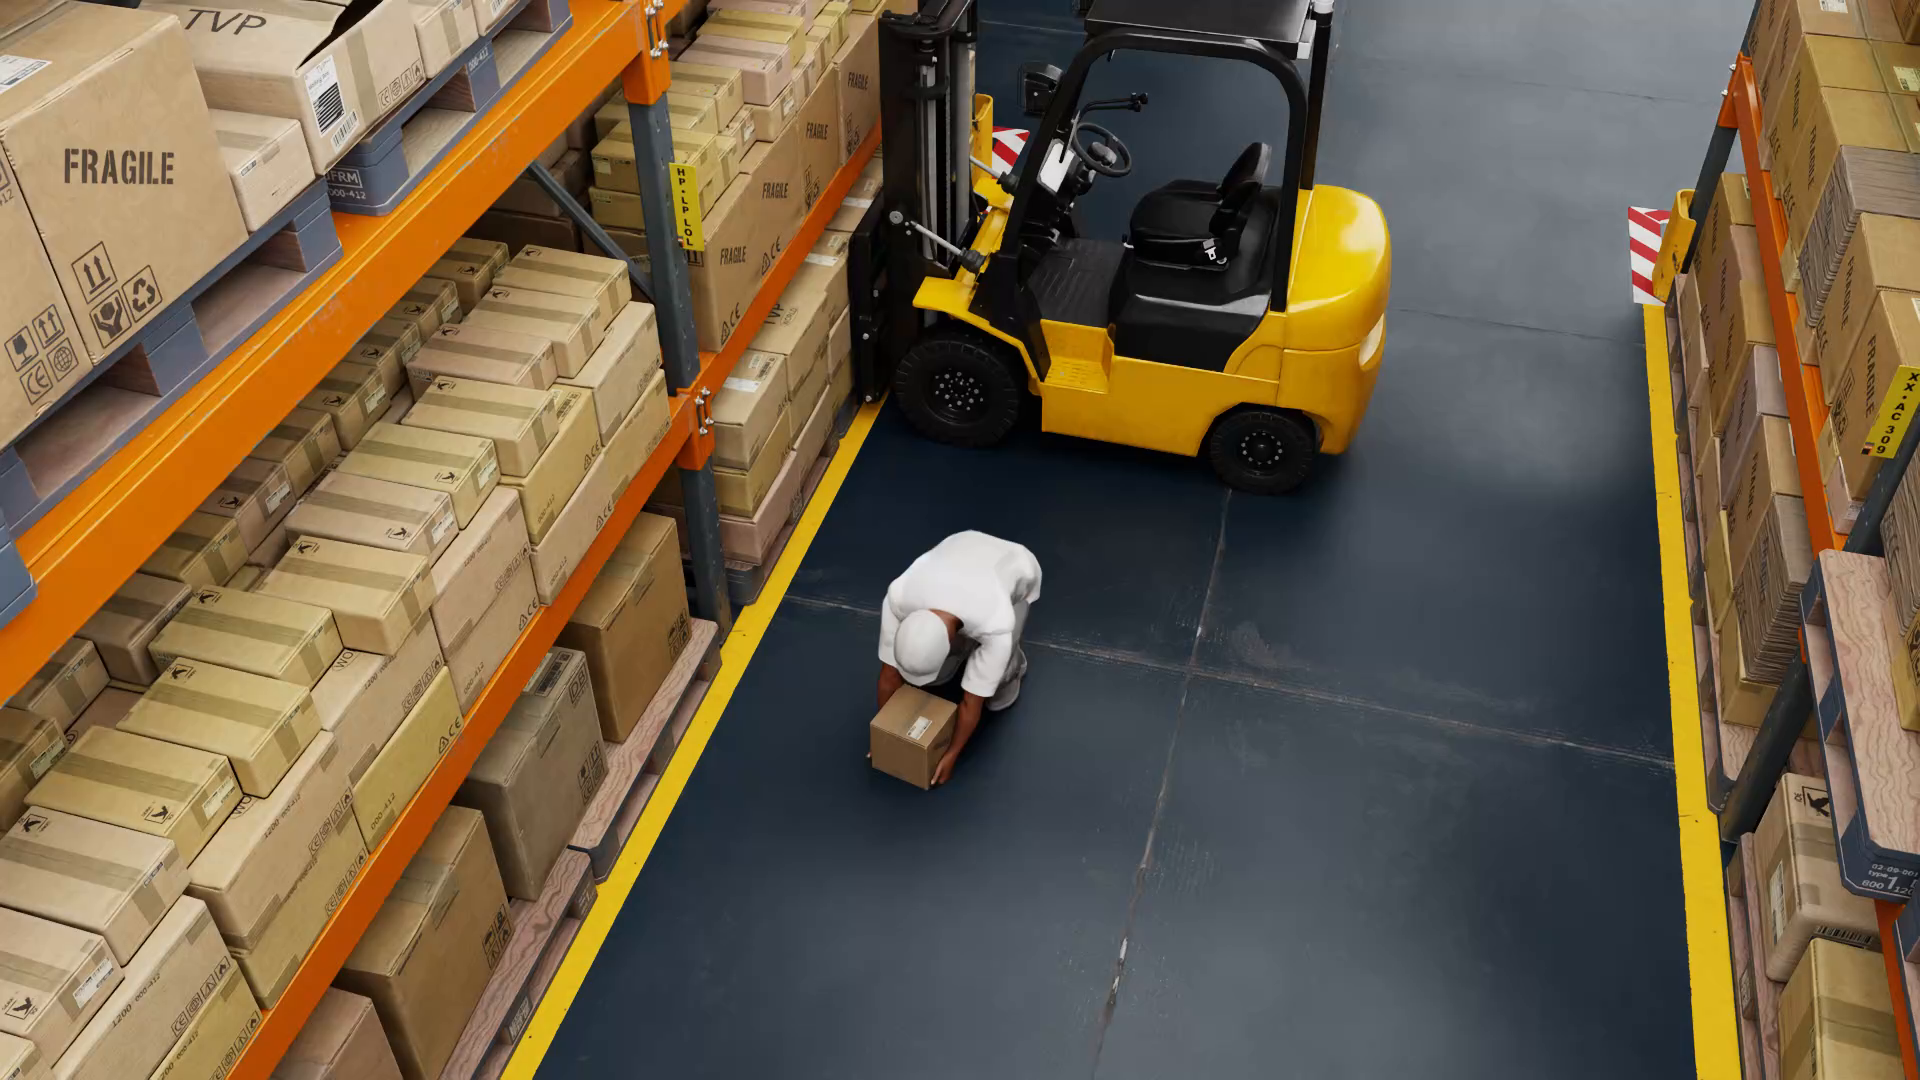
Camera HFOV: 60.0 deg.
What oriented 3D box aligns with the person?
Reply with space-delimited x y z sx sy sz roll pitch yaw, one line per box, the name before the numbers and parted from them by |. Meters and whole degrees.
person | 0.005 0.399 6.480 0.534 0.869 0.942 19 44 21
